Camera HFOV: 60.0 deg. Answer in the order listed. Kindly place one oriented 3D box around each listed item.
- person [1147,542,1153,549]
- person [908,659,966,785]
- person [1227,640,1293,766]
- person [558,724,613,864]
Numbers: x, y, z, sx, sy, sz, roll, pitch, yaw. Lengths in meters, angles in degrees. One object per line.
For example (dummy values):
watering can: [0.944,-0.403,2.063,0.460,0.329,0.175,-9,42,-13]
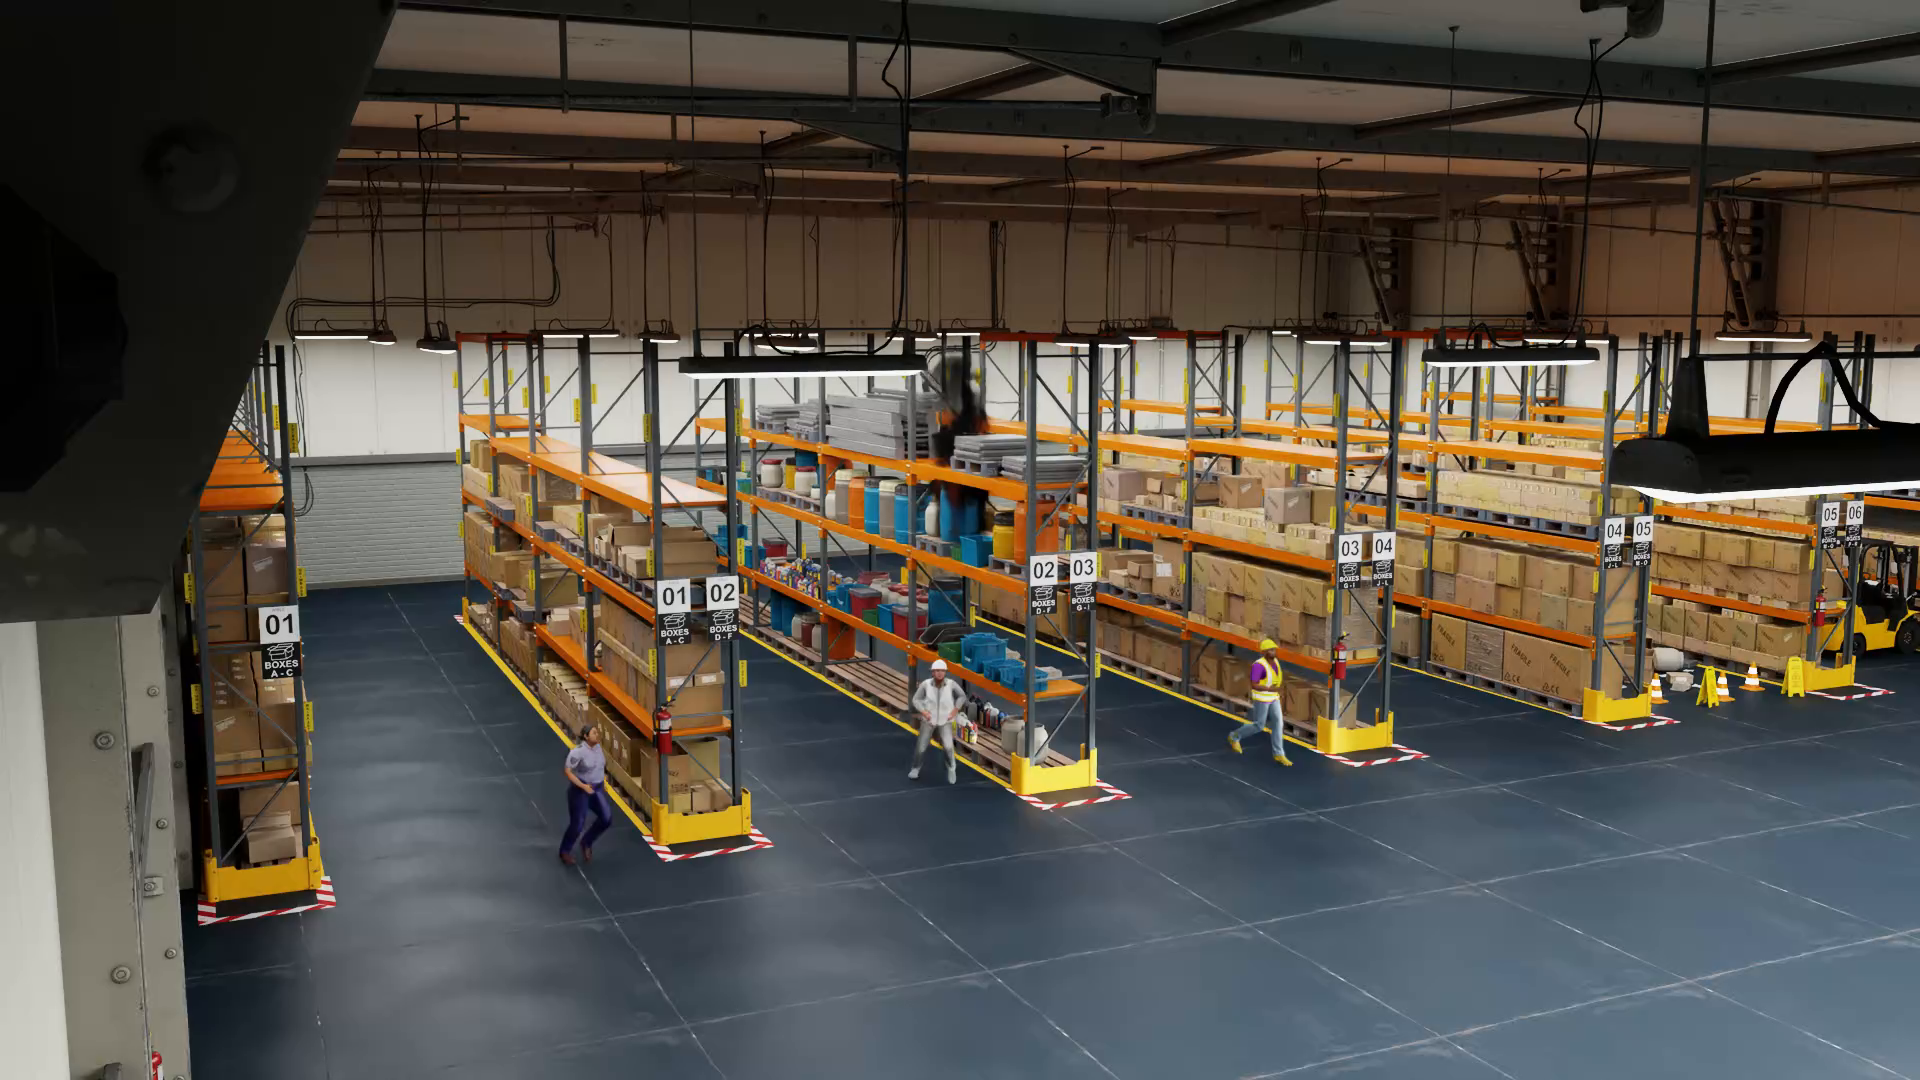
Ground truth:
person: [5.056,-0.235,42.638,0.660,1.641,0.553,-5,9,-35]
person: [-0.305,2.454,22.593,0.798,1.712,0.687,-1,8,-5]
person: [4.318,2.276,23.659,0.977,1.772,0.711,8,11,44]
person: [-4.315,2.944,19.389,0.599,1.588,0.664,6,9,36]
